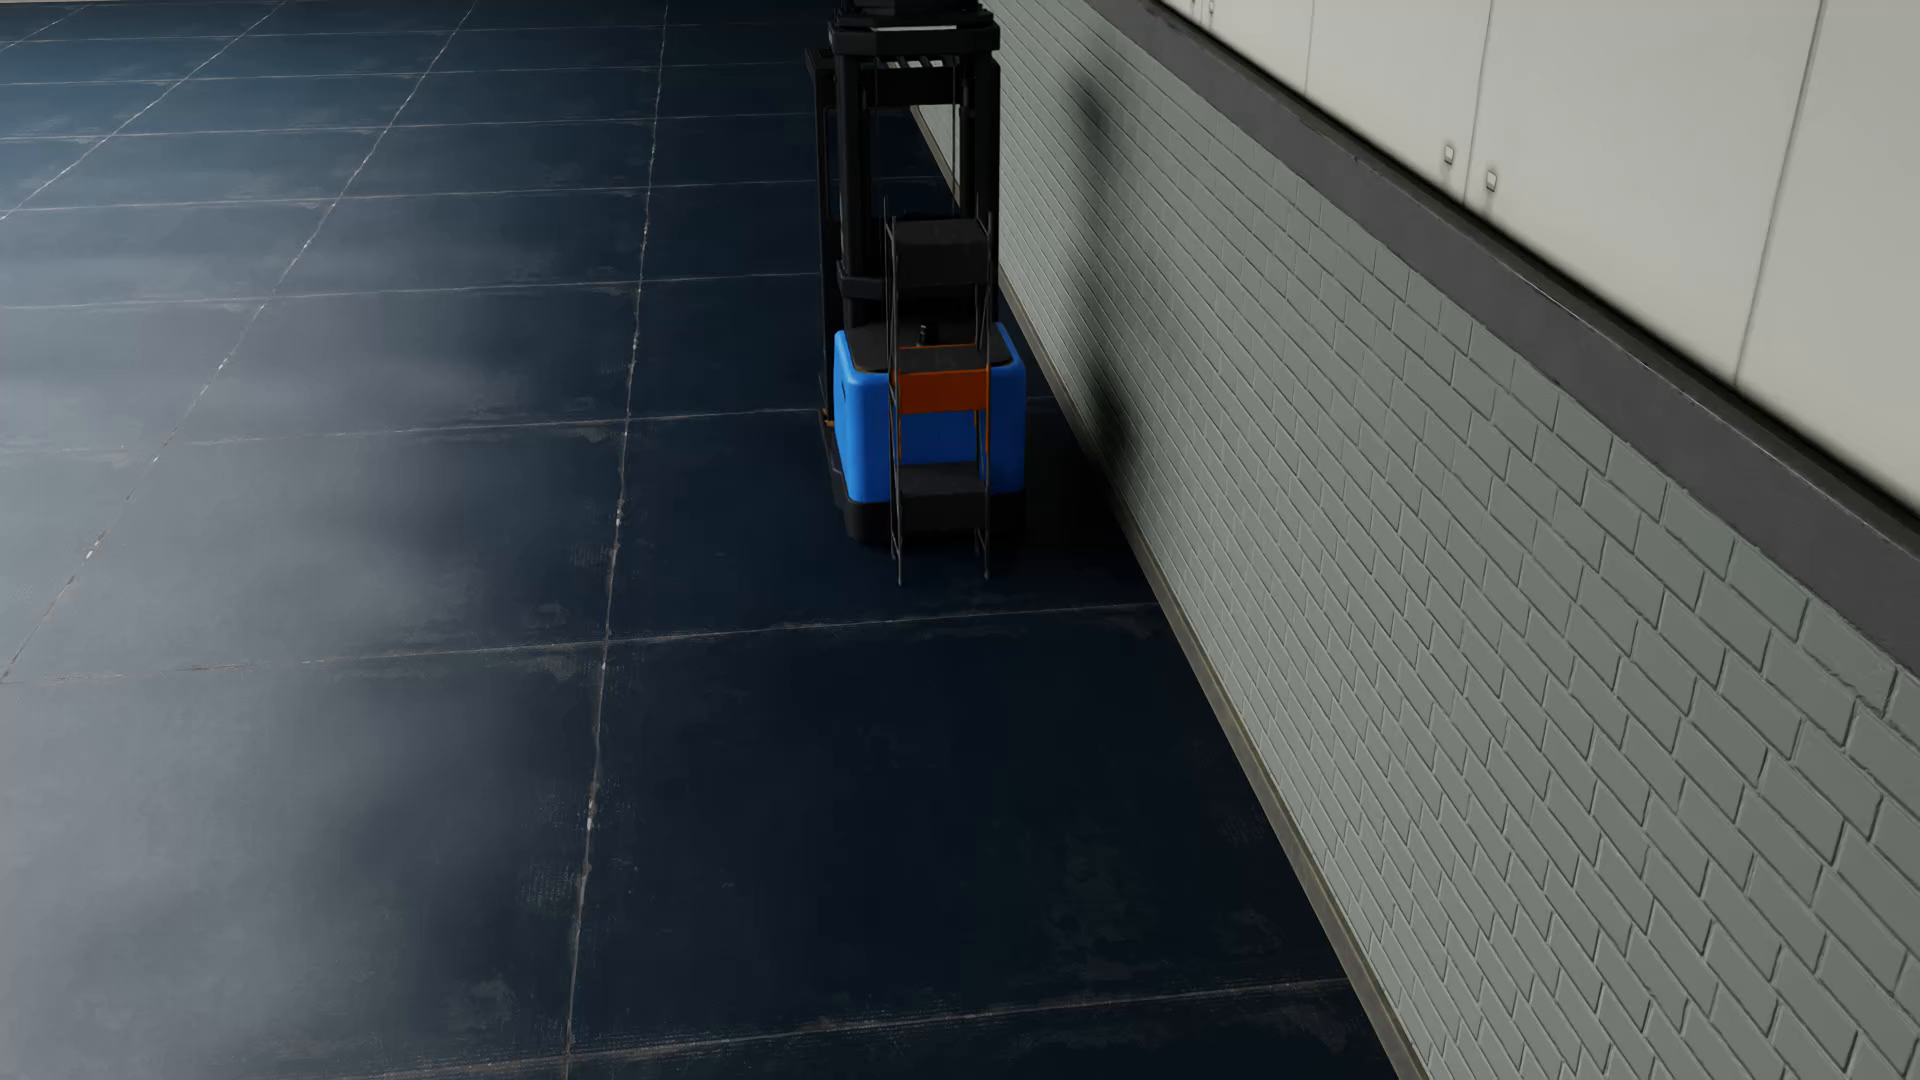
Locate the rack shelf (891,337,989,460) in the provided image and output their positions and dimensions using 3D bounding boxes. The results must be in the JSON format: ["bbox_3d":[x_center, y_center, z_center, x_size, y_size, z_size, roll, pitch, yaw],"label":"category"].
[{"bbox_3d":[-0.114,-0.767,8.974,0.480,0.518,0.431,-4,27,-8],"label":"rack shelf"}]

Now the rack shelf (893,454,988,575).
[{"bbox_3d":[-0.114,-0.144,9.294,0.480,0.518,0.431,-4,27,-8],"label":"rack shelf"}]

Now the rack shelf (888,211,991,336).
[{"bbox_3d":[-0.114,-1.389,8.654,0.480,0.518,0.431,-4,27,-8],"label":"rack shelf"}]

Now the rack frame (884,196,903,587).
[{"bbox_3d":[-0.356,-0.762,8.935,0.015,2.100,0.400,-4,27,-8],"label":"rack frame"}]

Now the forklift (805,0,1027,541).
[{"bbox_3d":[-0.345,-1.946,10.332,1.130,2.935,3.031,-4,27,-8],"label":"forklift"}]

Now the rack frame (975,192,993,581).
[{"bbox_3d":[0.127,-0.796,9.001,0.015,2.100,0.400,-4,27,-8],"label":"rack frame"}]

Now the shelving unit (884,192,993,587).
[{"bbox_3d":[-0.114,-0.779,8.968,0.503,2.100,0.431,-4,27,-8],"label":"shelving unit"}]
